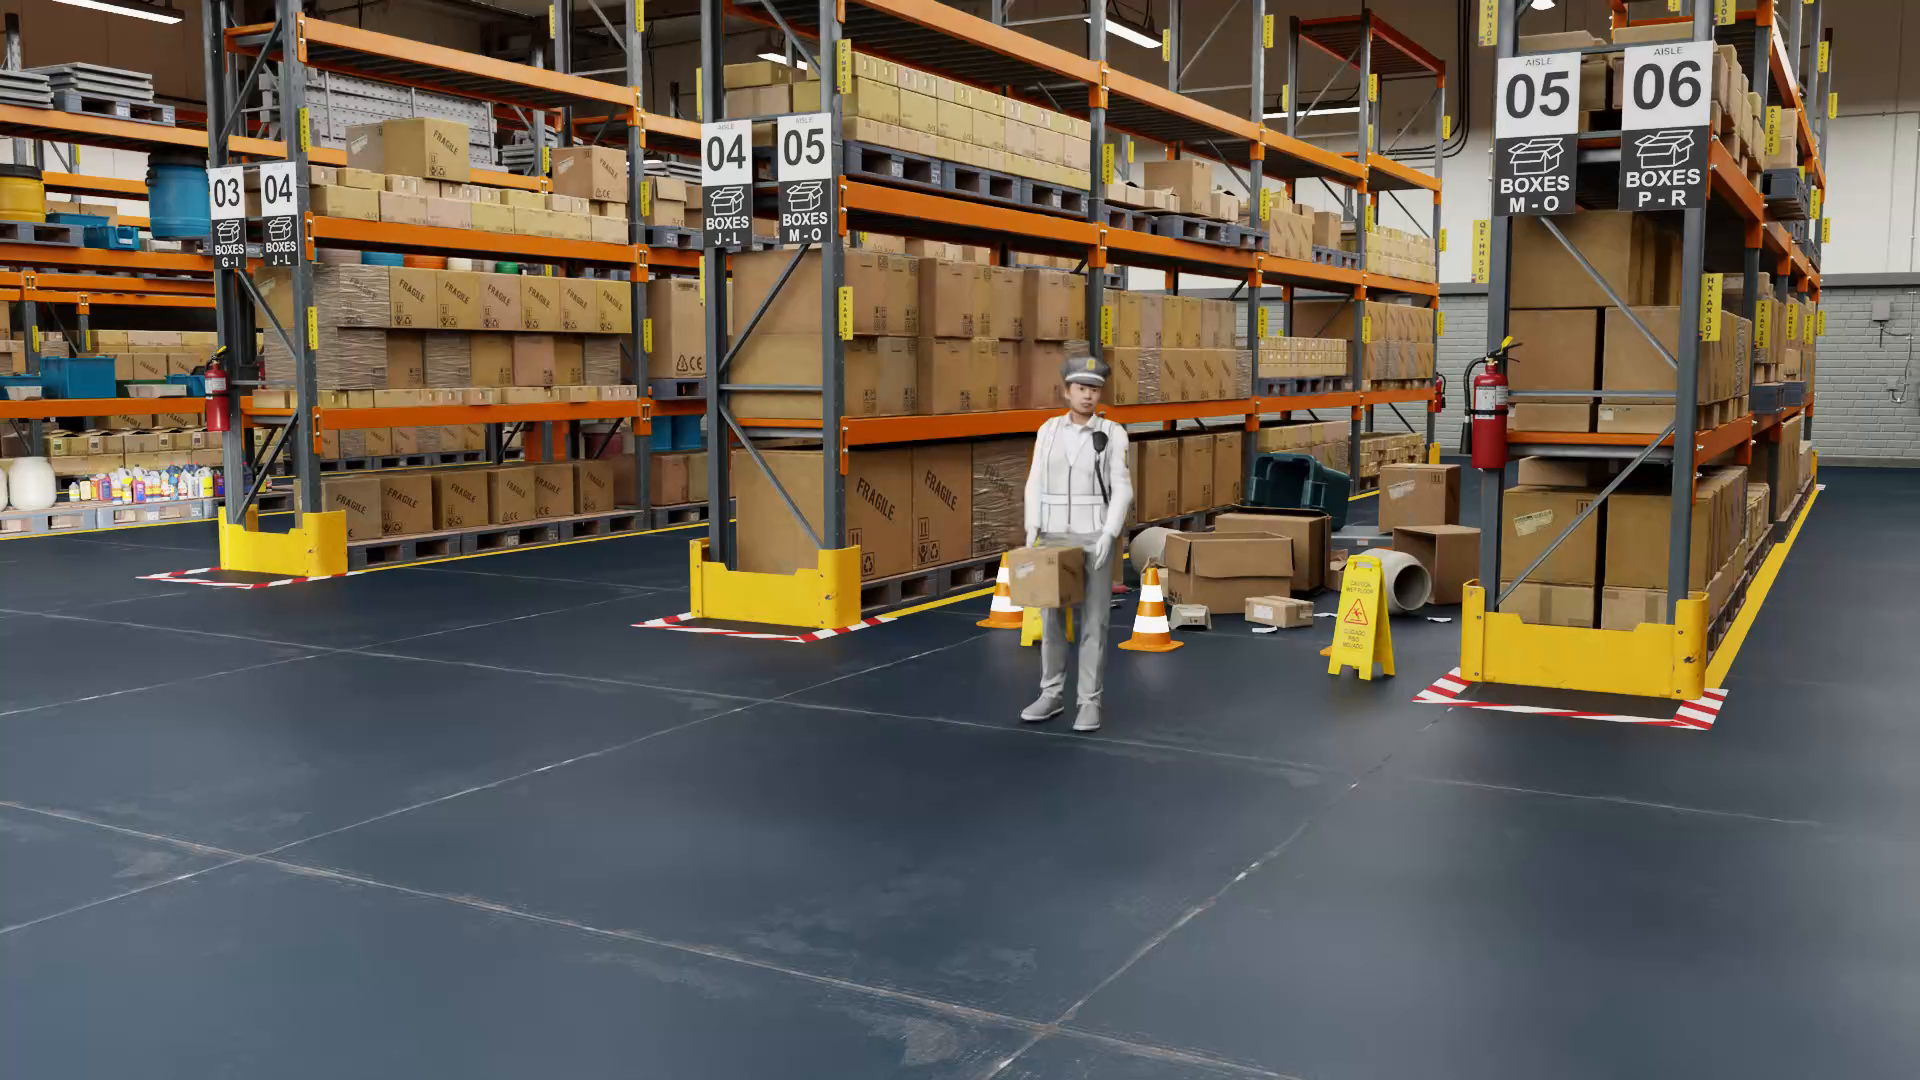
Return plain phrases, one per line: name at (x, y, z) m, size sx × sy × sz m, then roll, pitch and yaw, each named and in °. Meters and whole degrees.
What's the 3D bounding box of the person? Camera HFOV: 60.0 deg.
person at (0.530, 0.006, 7.646) m, size 0.504 × 1.689 × 0.440 m, roll 2°, pitch 6°, yaw 18°
